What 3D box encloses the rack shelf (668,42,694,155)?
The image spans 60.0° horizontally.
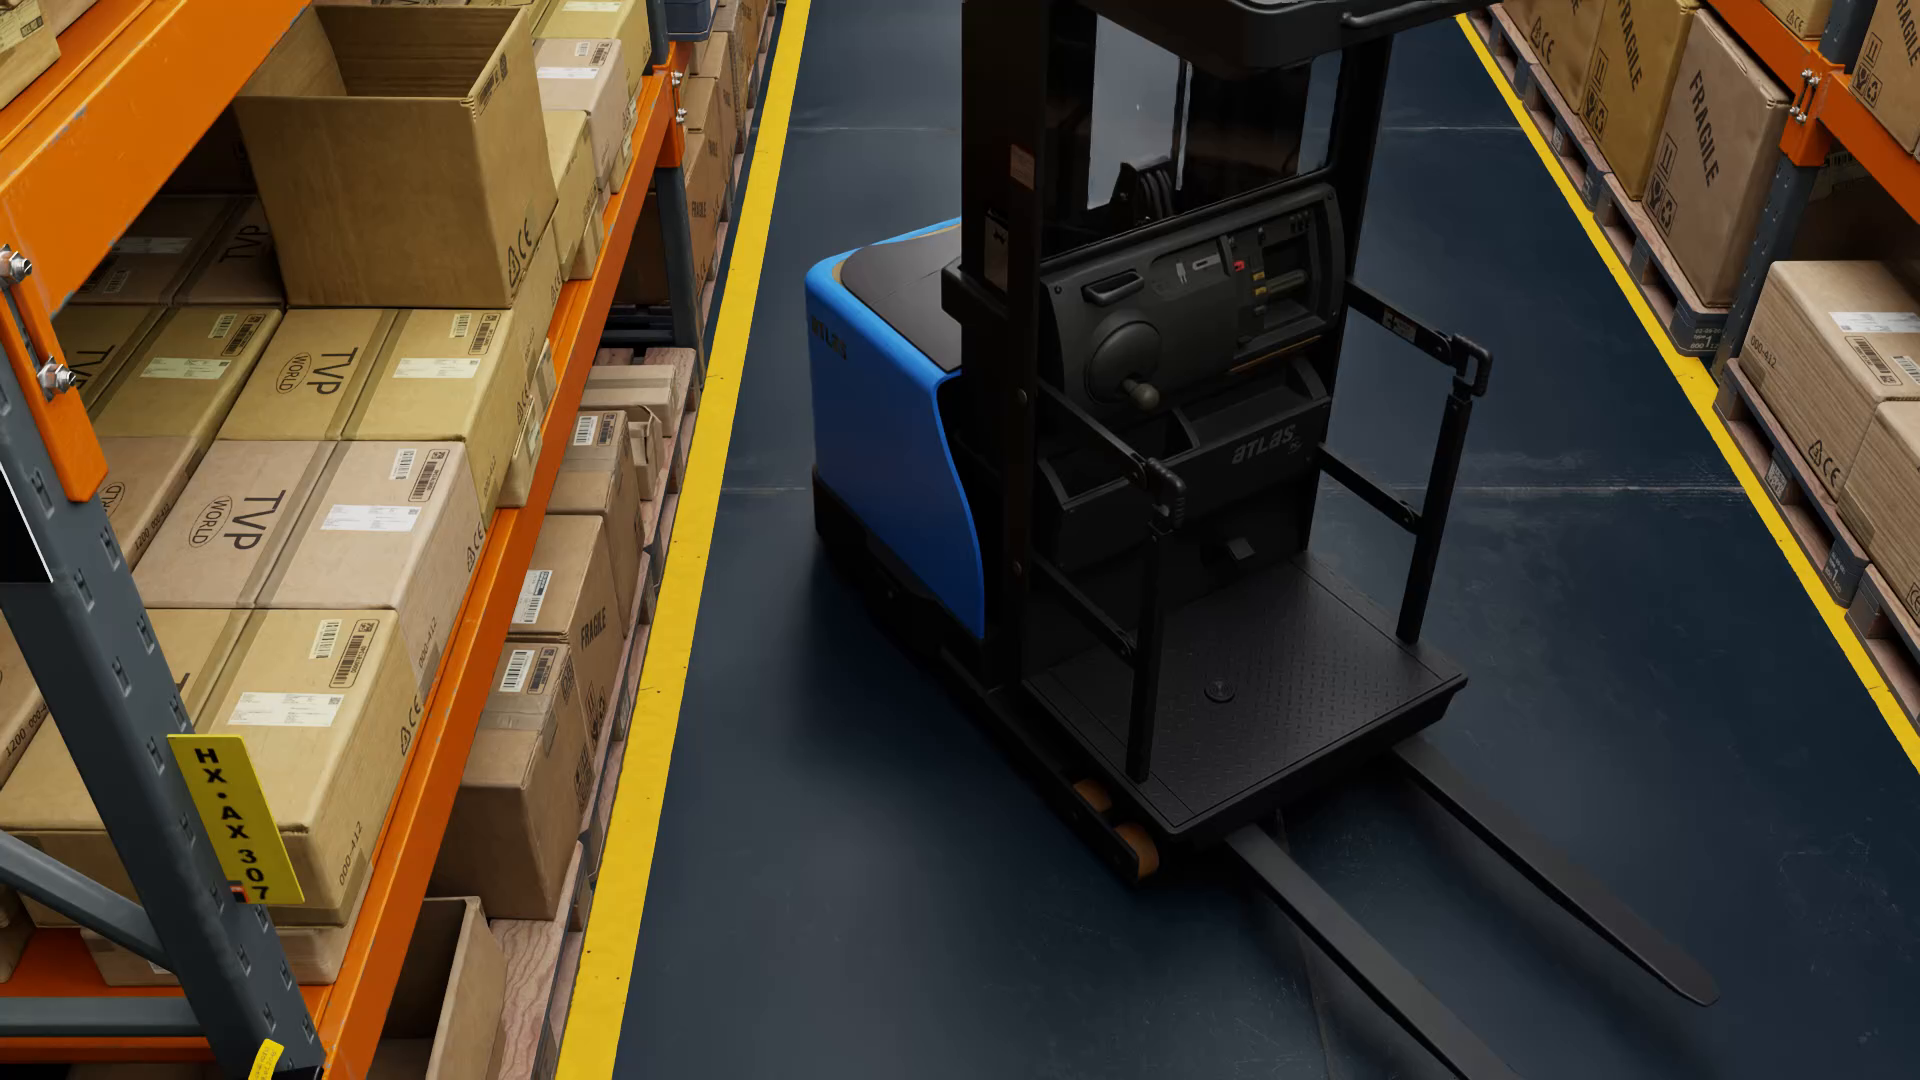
[{"bbox_3d":[-1.504,-2.760,7.371,1.077,0.370,4.000,0,39,0],"label":"rack shelf"}]

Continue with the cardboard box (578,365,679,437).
[{"bbox_3d":[-1.207,-0.493,5.911,0.380,0.149,0.250,-1,39,-1],"label":"cardboard box"}]

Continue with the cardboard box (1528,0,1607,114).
[{"bbox_3d":[3.372,-2.642,8.012,0.875,0.875,0.875,0,39,1],"label":"cardboard box"}]

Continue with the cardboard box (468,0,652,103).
[{"bbox_3d":[-1.257,-1.529,5.142,0.500,0.250,0.500,1,39,1],"label":"cardboard box"}]

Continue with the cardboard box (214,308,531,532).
[{"bbox_3d":[-1.233,-0.262,3.561,0.500,0.250,0.500,-1,39,-1],"label":"cardboard box"}]

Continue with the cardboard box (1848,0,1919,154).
[{"bbox_3d":[3.201,-1.541,5.195,0.500,0.500,0.500,1,39,1],"label":"cardboard box"}]

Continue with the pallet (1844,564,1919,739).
[{"bbox_3d":[3.389,0.533,4.917,1.003,0.211,1.213,0,39,0],"label":"pallet"}]

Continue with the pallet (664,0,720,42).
[{"bbox_3d":[-1.393,-2.215,6.269,1.003,0.211,1.213,0,39,0],"label":"pallet"}]

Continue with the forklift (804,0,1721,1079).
[{"bbox_3d":[0.734,-0.546,4.087,1.130,2.935,3.031,-22,44,-25],"label":"forklift"}]

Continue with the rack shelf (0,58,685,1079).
[{"bbox_3d":[-1.499,-0.259,4.249,1.077,0.370,4.000,0,39,0],"label":"rack shelf"}]

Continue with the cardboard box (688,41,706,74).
[{"bbox_3d":[-1.302,-2.117,7.138,0.380,0.149,0.250,0,39,0],"label":"cardboard box"}]

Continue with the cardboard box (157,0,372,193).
[{"bbox_3d":[-1.766,-1.209,4.142,0.500,0.500,0.500,-1,39,-1],"label":"cardboard box"}]

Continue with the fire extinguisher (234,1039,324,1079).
[{"bbox_3d":[-1.035,0.979,2.490,0.296,0.674,0.183,0,39,0],"label":"fire extinguisher"}]

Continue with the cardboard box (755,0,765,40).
[{"bbox_3d":[-1.301,-2.903,8.636,0.500,0.500,0.500,-1,39,-1],"label":"cardboard box"}]

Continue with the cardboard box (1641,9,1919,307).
[{"bbox_3d":[3.381,-1.518,6.609,0.875,0.875,0.875,1,39,1],"label":"cardboard box"}]

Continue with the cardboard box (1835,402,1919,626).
[{"bbox_3d":[3.357,-0.007,5.074,0.875,0.438,0.875,-1,39,-1],"label":"cardboard box"}]

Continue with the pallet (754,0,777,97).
[{"bbox_3d":[-1.543,-2.736,8.996,1.003,0.211,1.213,0,39,0],"label":"pallet"}]

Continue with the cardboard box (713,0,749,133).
[{"bbox_3d":[-1.278,-2.251,7.823,0.500,0.500,0.500,-1,39,-2],"label":"cardboard box"}]

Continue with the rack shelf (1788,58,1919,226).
[{"bbox_3d":[3.464,-0.264,4.257,1.077,0.370,4.000,0,39,0],"label":"rack shelf"}]

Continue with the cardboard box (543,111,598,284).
[{"bbox_3d":[-1.254,-0.904,4.362,0.500,0.250,0.500,0,39,0],"label":"cardboard box"}]

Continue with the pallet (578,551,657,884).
[{"bbox_3d":[-1.498,0.493,4.967,1.003,0.211,1.213,0,39,0],"label":"pallet"}]

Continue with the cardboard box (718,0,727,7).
[{"bbox_3d":[-1.279,-2.595,7.734,0.380,0.149,0.250,-2,39,-2],"label":"cardboard box"}]

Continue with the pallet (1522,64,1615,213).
[{"bbox_3d":[3.382,-1.955,8.021,1.003,0.211,1.213,0,39,0],"label":"pallet"}]

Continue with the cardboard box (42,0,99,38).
[{"bbox_3d":[-1.291,-0.724,2.058,0.380,0.149,0.250,1,39,1],"label":"cardboard box"}]

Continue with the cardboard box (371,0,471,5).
[{"bbox_3d":[-1.771,-1.538,5.152,0.500,0.250,0.500,0,39,-1],"label":"cardboard box"}]

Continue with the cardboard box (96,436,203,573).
[{"bbox_3d":[-1.762,0.044,3.179,0.500,0.250,0.500,0,39,0],"label":"cardboard box"}]

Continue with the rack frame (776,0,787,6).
[{"bbox_3d":[-1.506,-4.291,8.706,1.000,3.000,0.127,0,39,0],"label":"rack frame"}]

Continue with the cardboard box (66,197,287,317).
[{"bbox_3d":[-1.759,-0.593,3.973,0.500,0.250,0.500,0,39,0],"label":"cardboard box"}]

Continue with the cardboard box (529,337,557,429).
[{"bbox_3d":[-1.196,-0.367,4.010,0.380,0.149,0.250,1,39,1],"label":"cardboard box"}]

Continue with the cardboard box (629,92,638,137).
[{"bbox_3d":[-1.227,-1.330,5.212,0.380,0.149,0.250,1,39,1],"label":"cardboard box"}]

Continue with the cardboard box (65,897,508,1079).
[{"bbox_3d":[-1.403,1.139,3.590,0.797,0.503,0.637,-1,39,-2],"label":"cardboard box"}]

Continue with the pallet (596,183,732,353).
[{"bbox_3d":[-1.540,-1.210,7.092,1.003,0.211,1.213,0,39,0],"label":"pallet"}]

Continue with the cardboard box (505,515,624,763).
[{"bbox_3d":[-1.266,0.275,4.671,0.500,0.500,0.500,1,39,1],"label":"cardboard box"}]

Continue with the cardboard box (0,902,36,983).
[{"bbox_3d":[-1.766,0.602,2.801,0.380,0.149,0.250,0,39,-1],"label":"cardboard box"}]

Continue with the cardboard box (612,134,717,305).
[{"bbox_3d":[-1.277,-1.281,6.613,0.500,0.500,0.500,2,39,2],"label":"cardboard box"}]

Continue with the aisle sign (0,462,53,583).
[{"bbox_3d":[-1.203,-0.261,1.598,0.394,0.787,0.004,0,39,0],"label":"aisle sign"}]

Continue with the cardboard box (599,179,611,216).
[{"bbox_3d":[-1.229,-1.003,4.804,0.380,0.149,0.250,1,39,1],"label":"cardboard box"}]

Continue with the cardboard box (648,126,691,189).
[{"bbox_3d":[-1.236,-1.456,6.313,0.380,0.149,0.250,2,39,2],"label":"cardboard box"}]
